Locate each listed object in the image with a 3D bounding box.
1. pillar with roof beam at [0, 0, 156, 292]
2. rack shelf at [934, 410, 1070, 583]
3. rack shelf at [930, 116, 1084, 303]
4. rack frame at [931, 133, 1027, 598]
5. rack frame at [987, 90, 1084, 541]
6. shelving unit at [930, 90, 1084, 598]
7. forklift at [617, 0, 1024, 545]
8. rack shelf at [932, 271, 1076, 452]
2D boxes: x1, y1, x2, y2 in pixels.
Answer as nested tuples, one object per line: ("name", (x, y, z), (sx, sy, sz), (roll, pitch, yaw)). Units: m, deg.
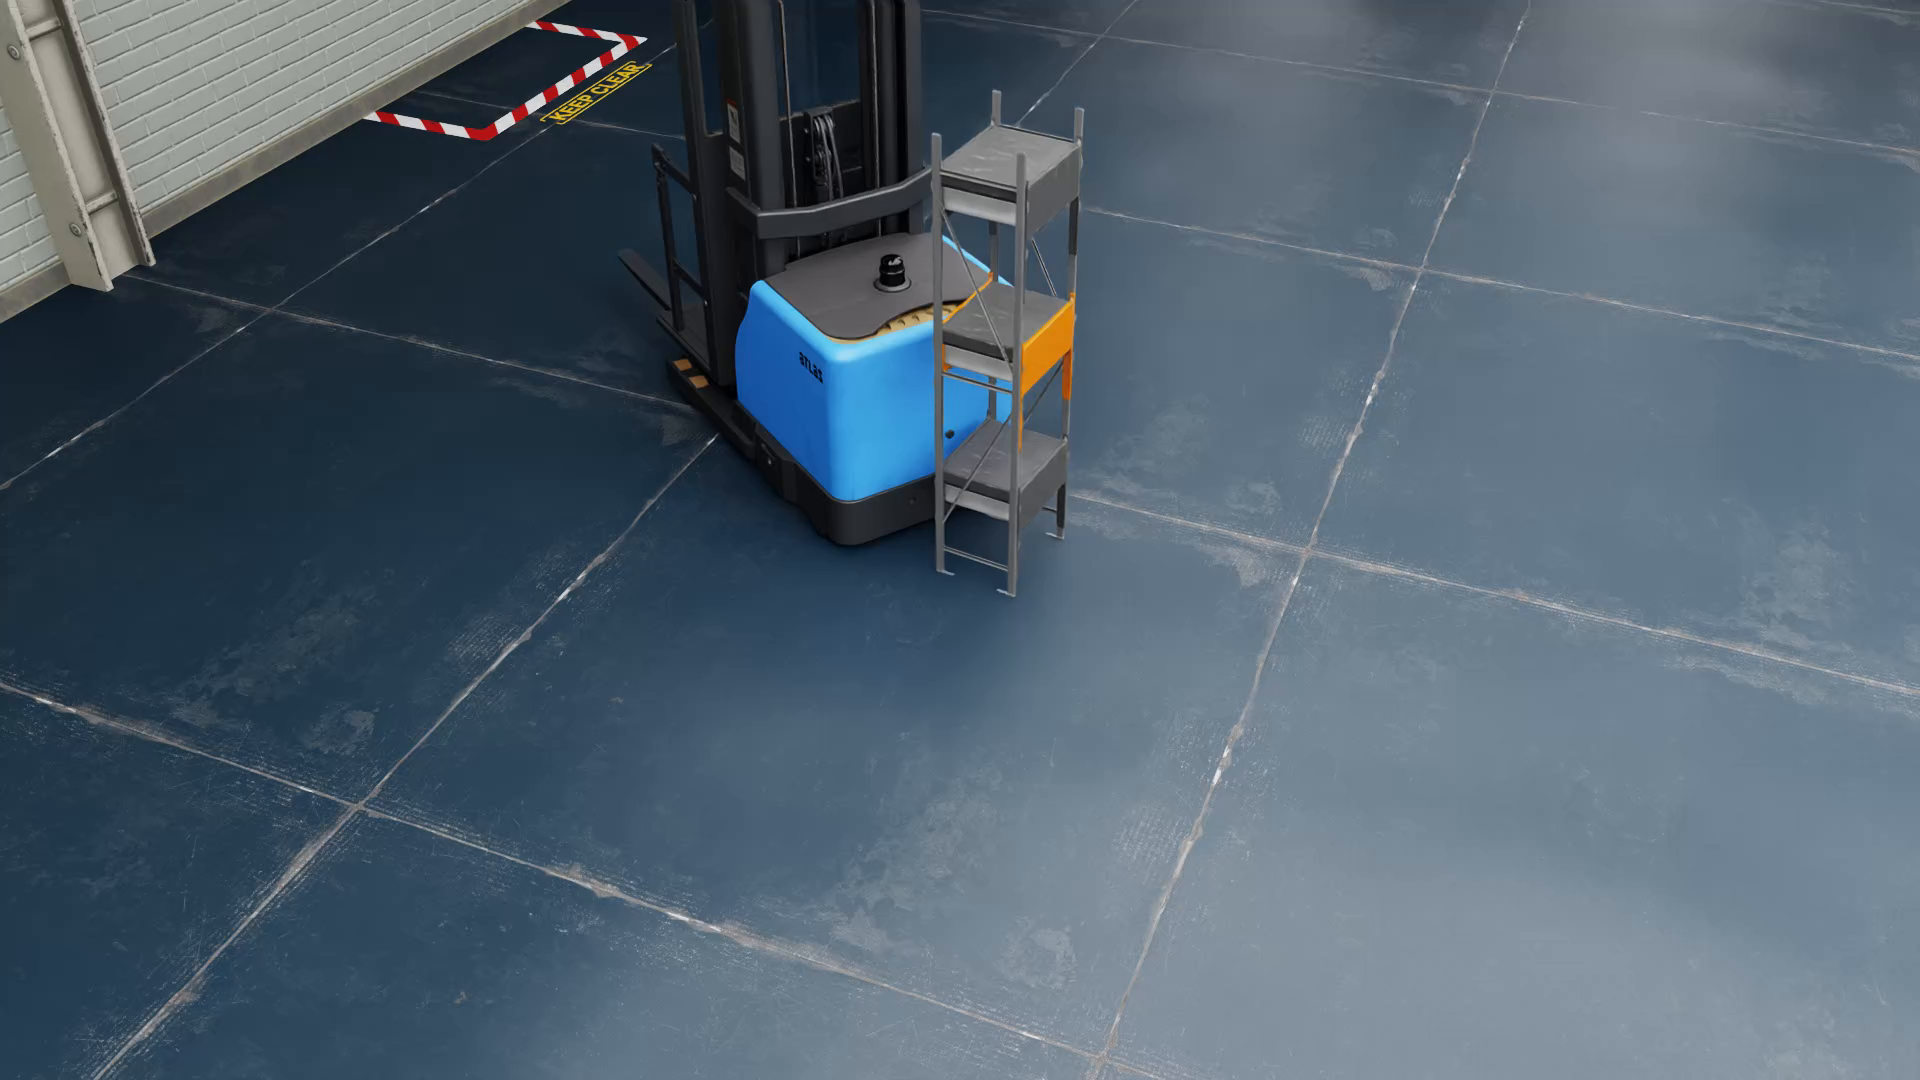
("pillar with roof beam", (-1.055, -4.214, 5.872), (9.100, 9.000, 0.400), (14, 39, 18))
("rack shelf", (0.188, -0.199, 7.454), (0.431, 0.518, 0.480), (18, 41, 23))
("rack shelf", (0.188, -1.320, 6.616), (0.431, 0.518, 0.480), (18, 41, 23))
("rack frame", (0.070, -0.643, 6.856), (0.400, 2.100, 0.015), (18, 41, 23))
("rack frame", (0.307, -0.898, 7.198), (0.400, 2.100, 0.015), (18, 41, 23))
("shelving unit", (0.188, -0.770, 7.027), (0.431, 2.100, 0.503), (18, 41, 23))
("forklift", (-0.894, -2.002, 7.980), (1.130, 2.935, 3.031), (-21, 41, -25))
("rack shelf", (0.188, -0.759, 7.035), (0.431, 0.518, 0.480), (18, 41, 23))
